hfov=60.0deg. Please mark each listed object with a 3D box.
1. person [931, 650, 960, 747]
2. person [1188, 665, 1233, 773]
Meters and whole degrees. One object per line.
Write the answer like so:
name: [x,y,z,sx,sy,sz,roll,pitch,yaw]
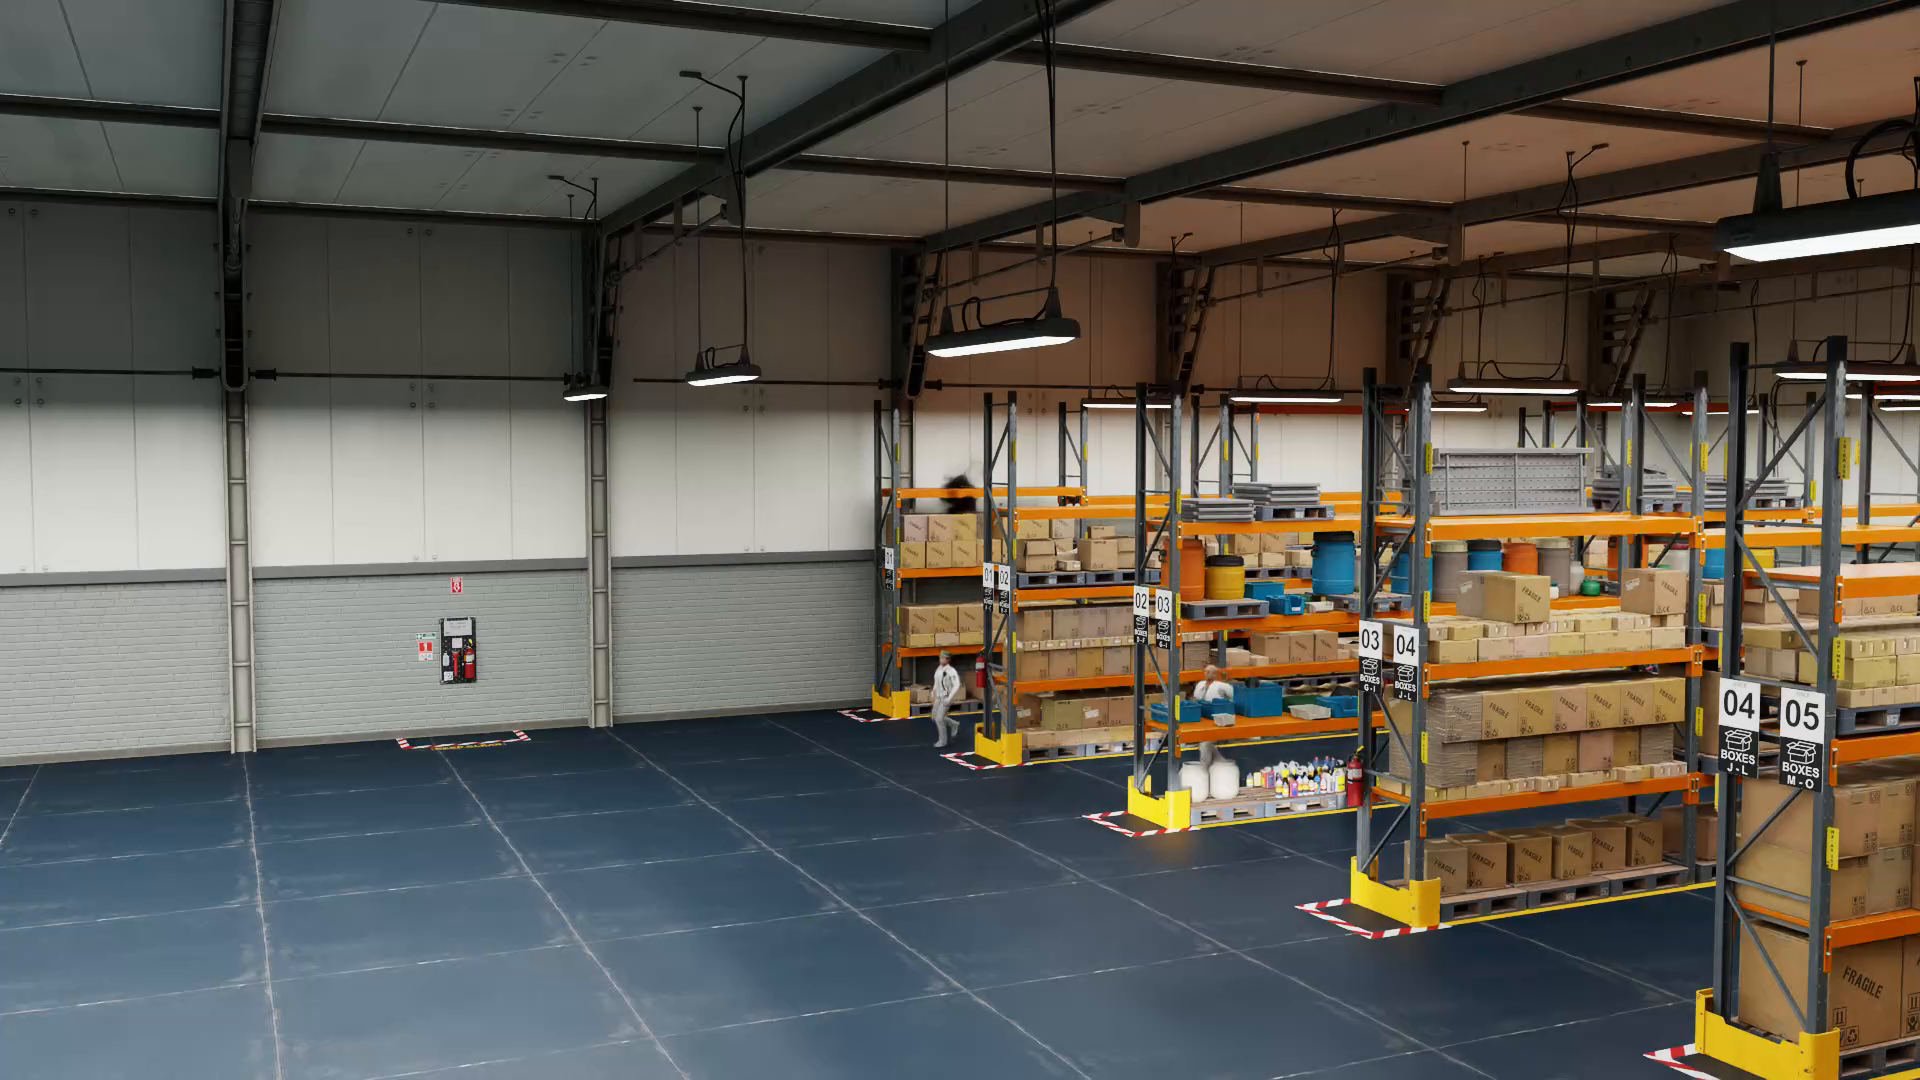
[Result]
person: [-0.222,2.694,28.461,0.528,1.657,0.645,-2,4,-34]
person: [3.785,2.800,25.148,0.832,1.831,0.685,-2,4,-36]
